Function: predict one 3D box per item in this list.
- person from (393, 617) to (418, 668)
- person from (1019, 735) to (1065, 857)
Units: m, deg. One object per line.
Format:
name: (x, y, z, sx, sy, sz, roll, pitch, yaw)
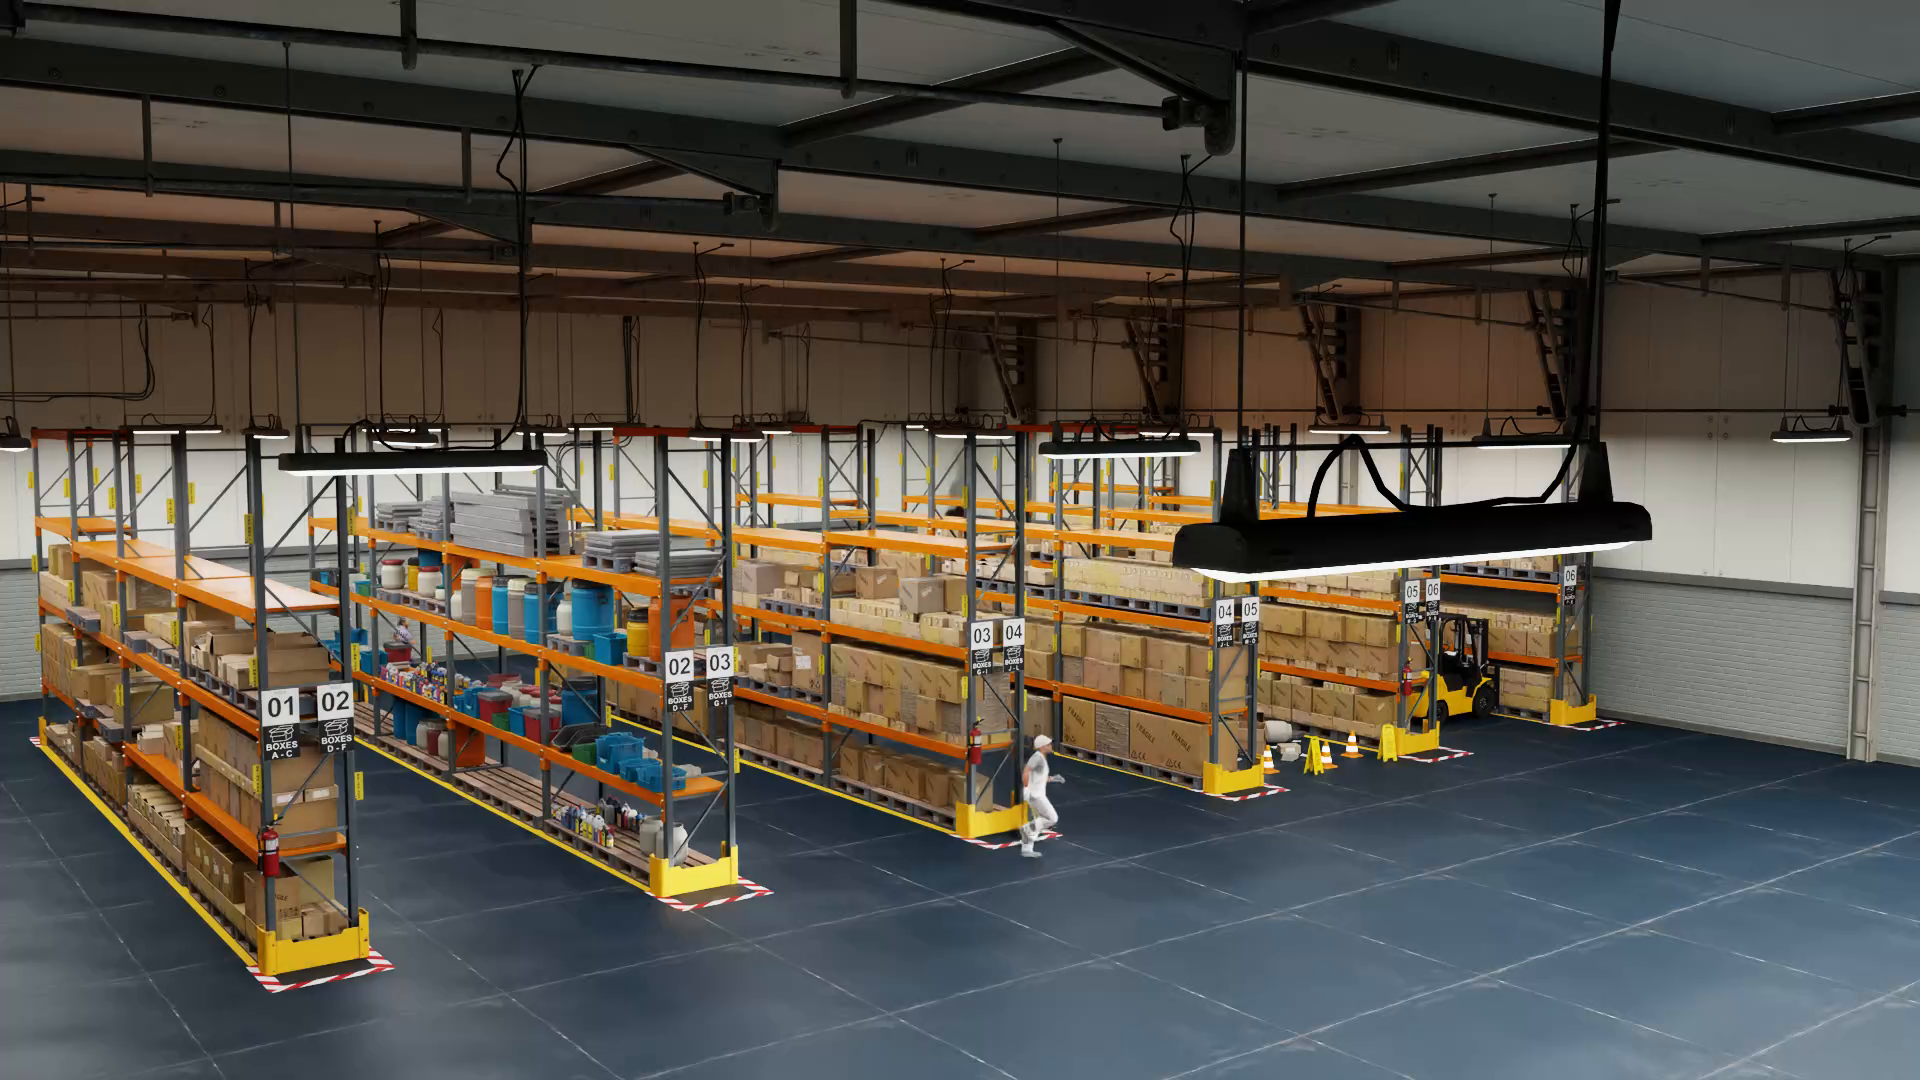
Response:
person: (-12.584, 2.586, 37.477, 0.781, 1.698, 0.621, -1, 5, -16)
person: (1.159, 3.623, 23.507, 0.651, 1.727, 0.710, 0, 4, 4)
